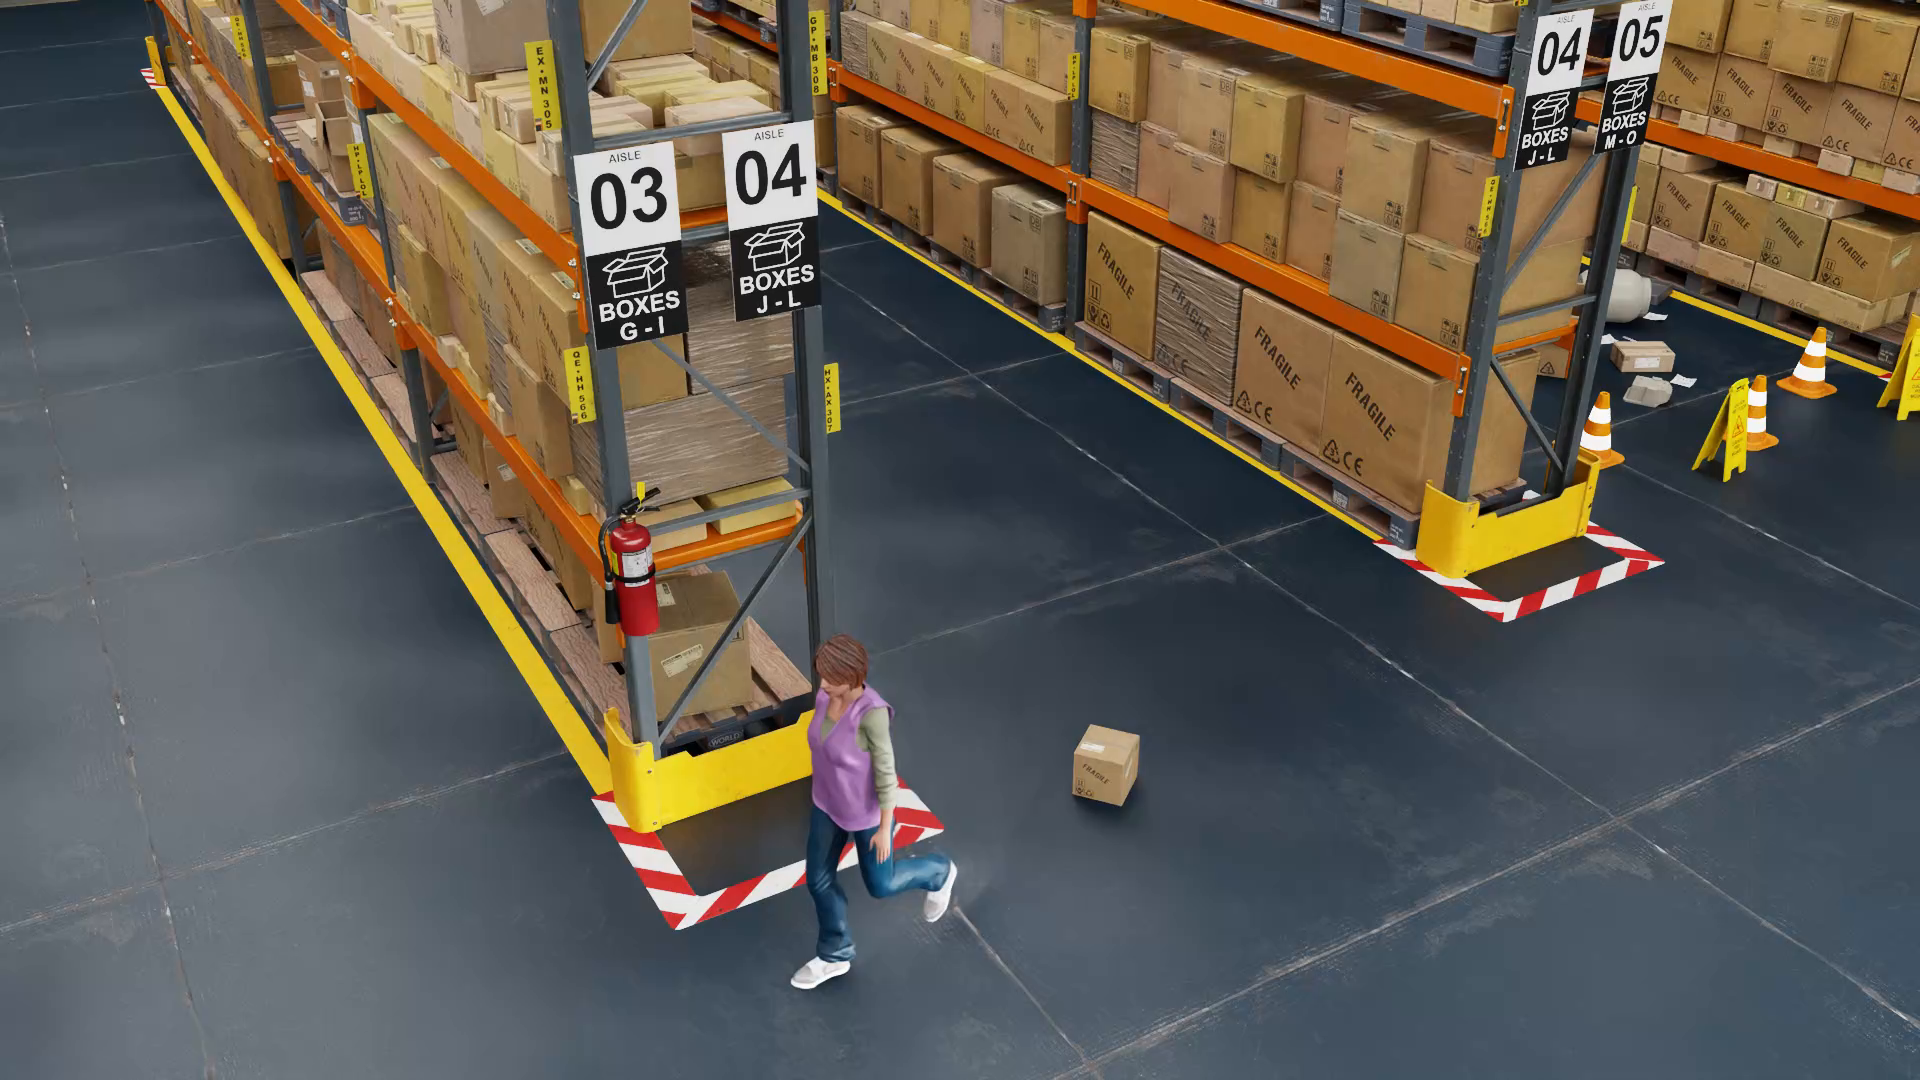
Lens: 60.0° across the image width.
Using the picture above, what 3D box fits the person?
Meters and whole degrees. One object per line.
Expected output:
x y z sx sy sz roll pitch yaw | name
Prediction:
-0.374 1.049 6.686 0.814 1.549 0.457 -26 38 -37 | person
